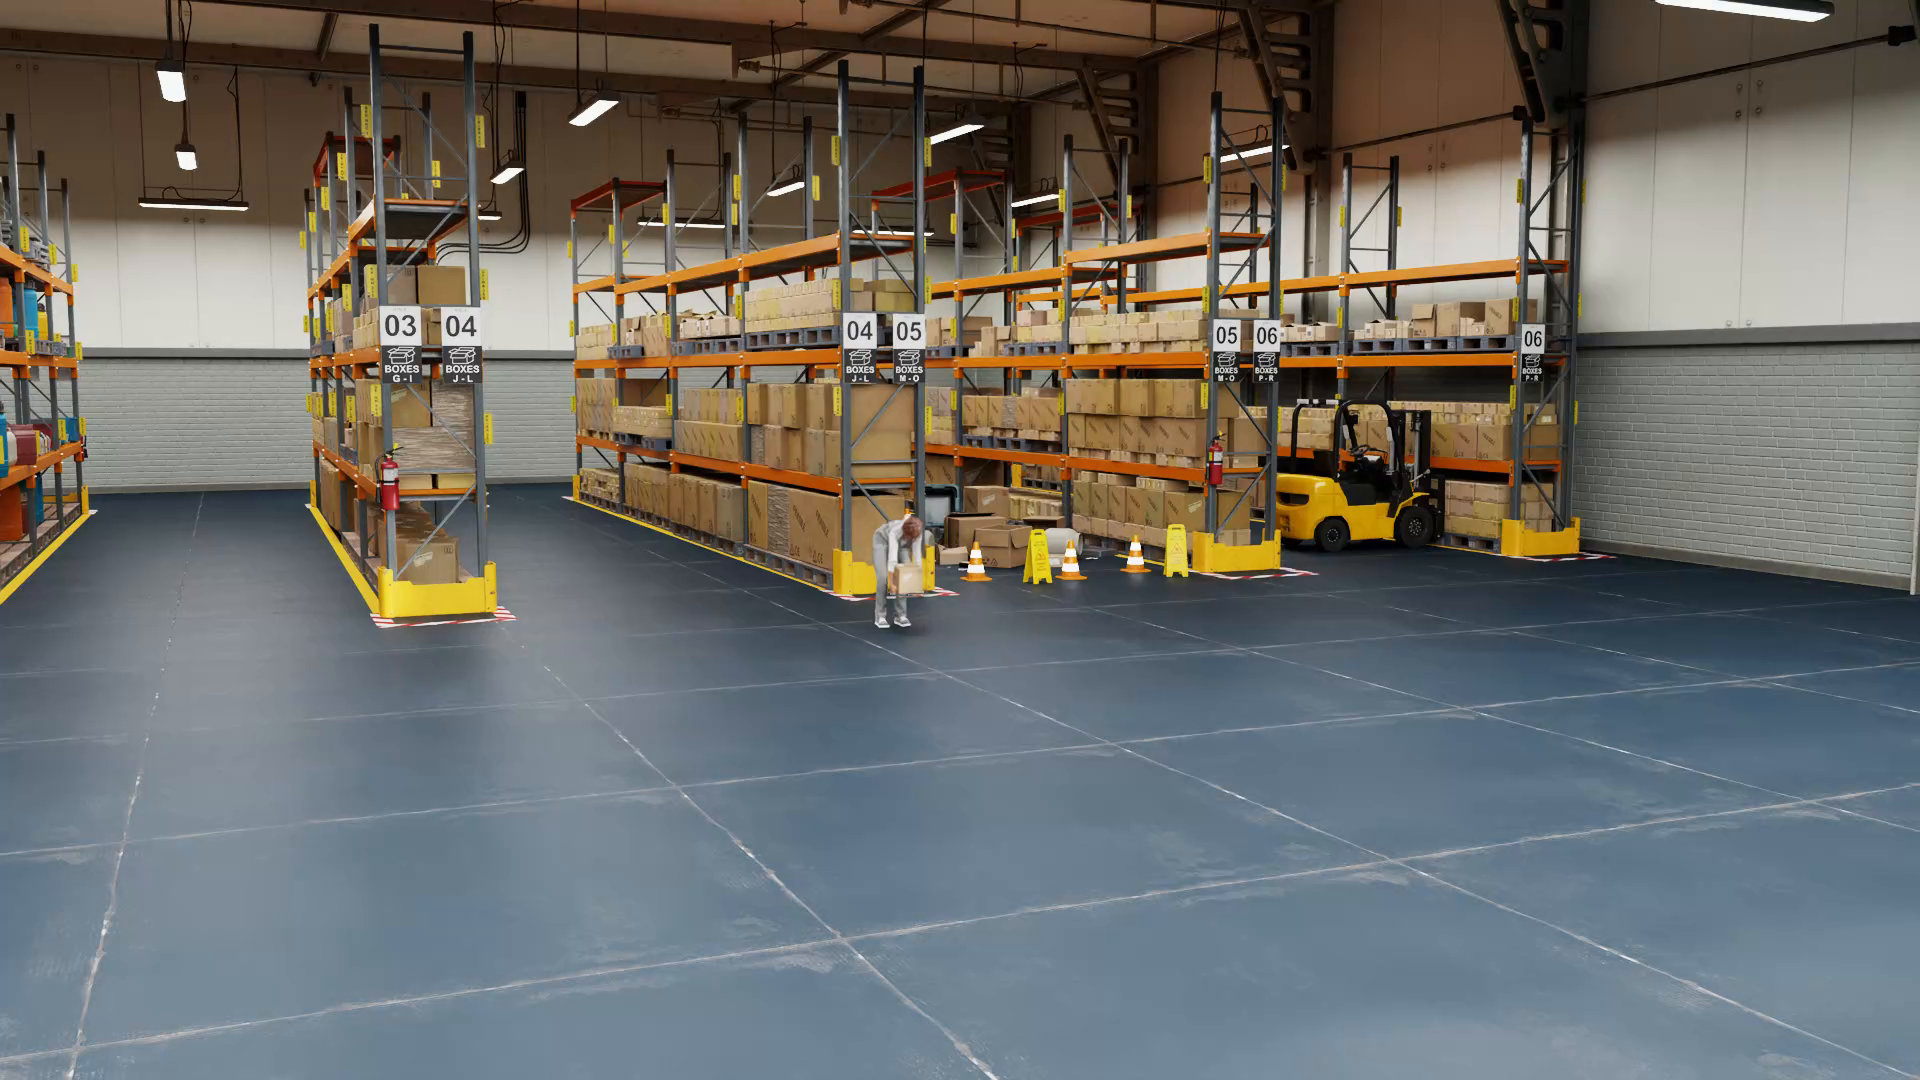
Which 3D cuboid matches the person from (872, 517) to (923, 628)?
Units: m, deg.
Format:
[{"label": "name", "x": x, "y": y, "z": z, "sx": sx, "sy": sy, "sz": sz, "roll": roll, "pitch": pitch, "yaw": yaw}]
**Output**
[{"label": "person", "x": -0.589, "y": 0.317, "z": 16.346, "sx": 0.385, "sy": 1.139, "sz": 0.848, "roll": -3, "pitch": 6, "yaw": -25}]
